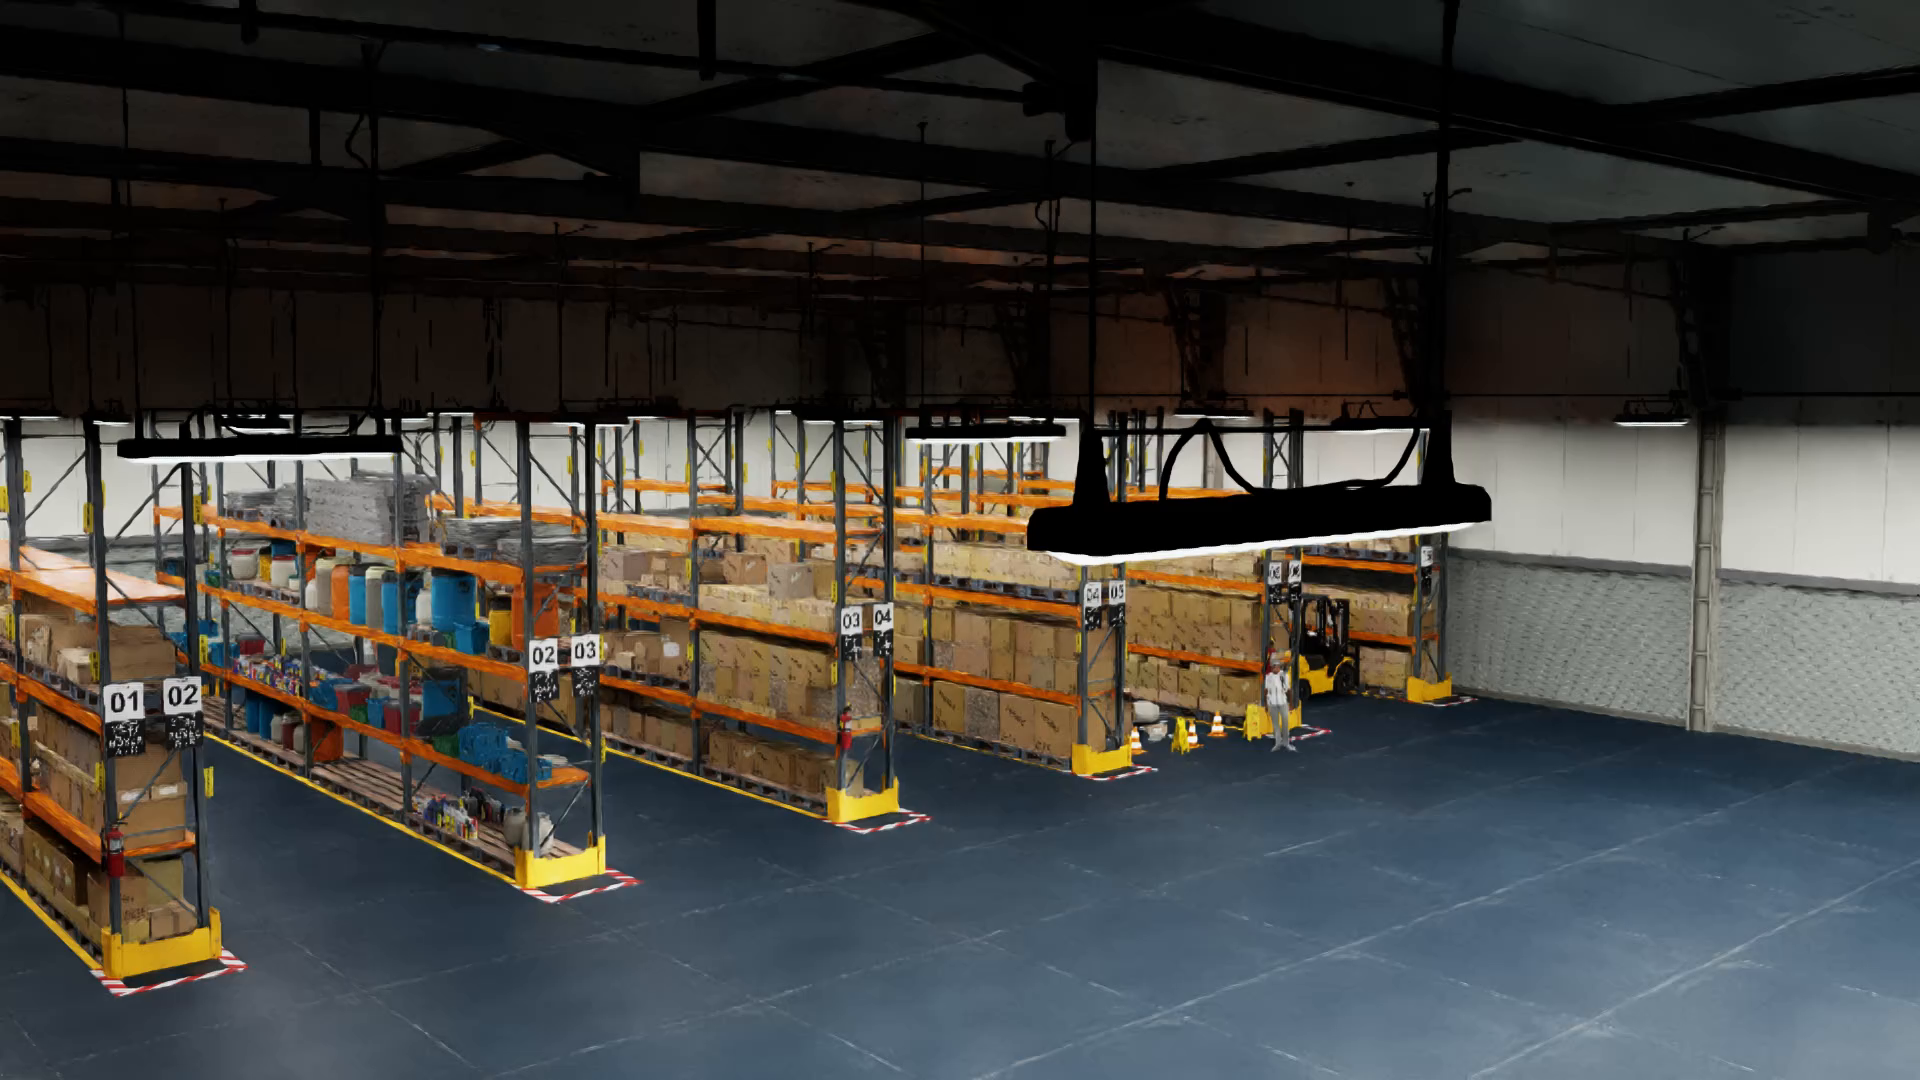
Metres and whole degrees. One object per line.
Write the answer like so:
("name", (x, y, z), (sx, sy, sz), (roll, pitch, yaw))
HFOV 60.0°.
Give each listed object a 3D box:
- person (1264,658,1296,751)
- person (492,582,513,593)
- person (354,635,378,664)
("person", (5.662, 2.907, 29.420), (0.568, 1.670, 0.380), (2, 5, 18))
("person", (-11.703, 1.720, 42.610), (0.573, 1.715, 1.103), (-3, 6, -32))
("person", (-12.385, 2.386, 34.783), (0.626, 1.767, 0.492), (2, 5, 23))
